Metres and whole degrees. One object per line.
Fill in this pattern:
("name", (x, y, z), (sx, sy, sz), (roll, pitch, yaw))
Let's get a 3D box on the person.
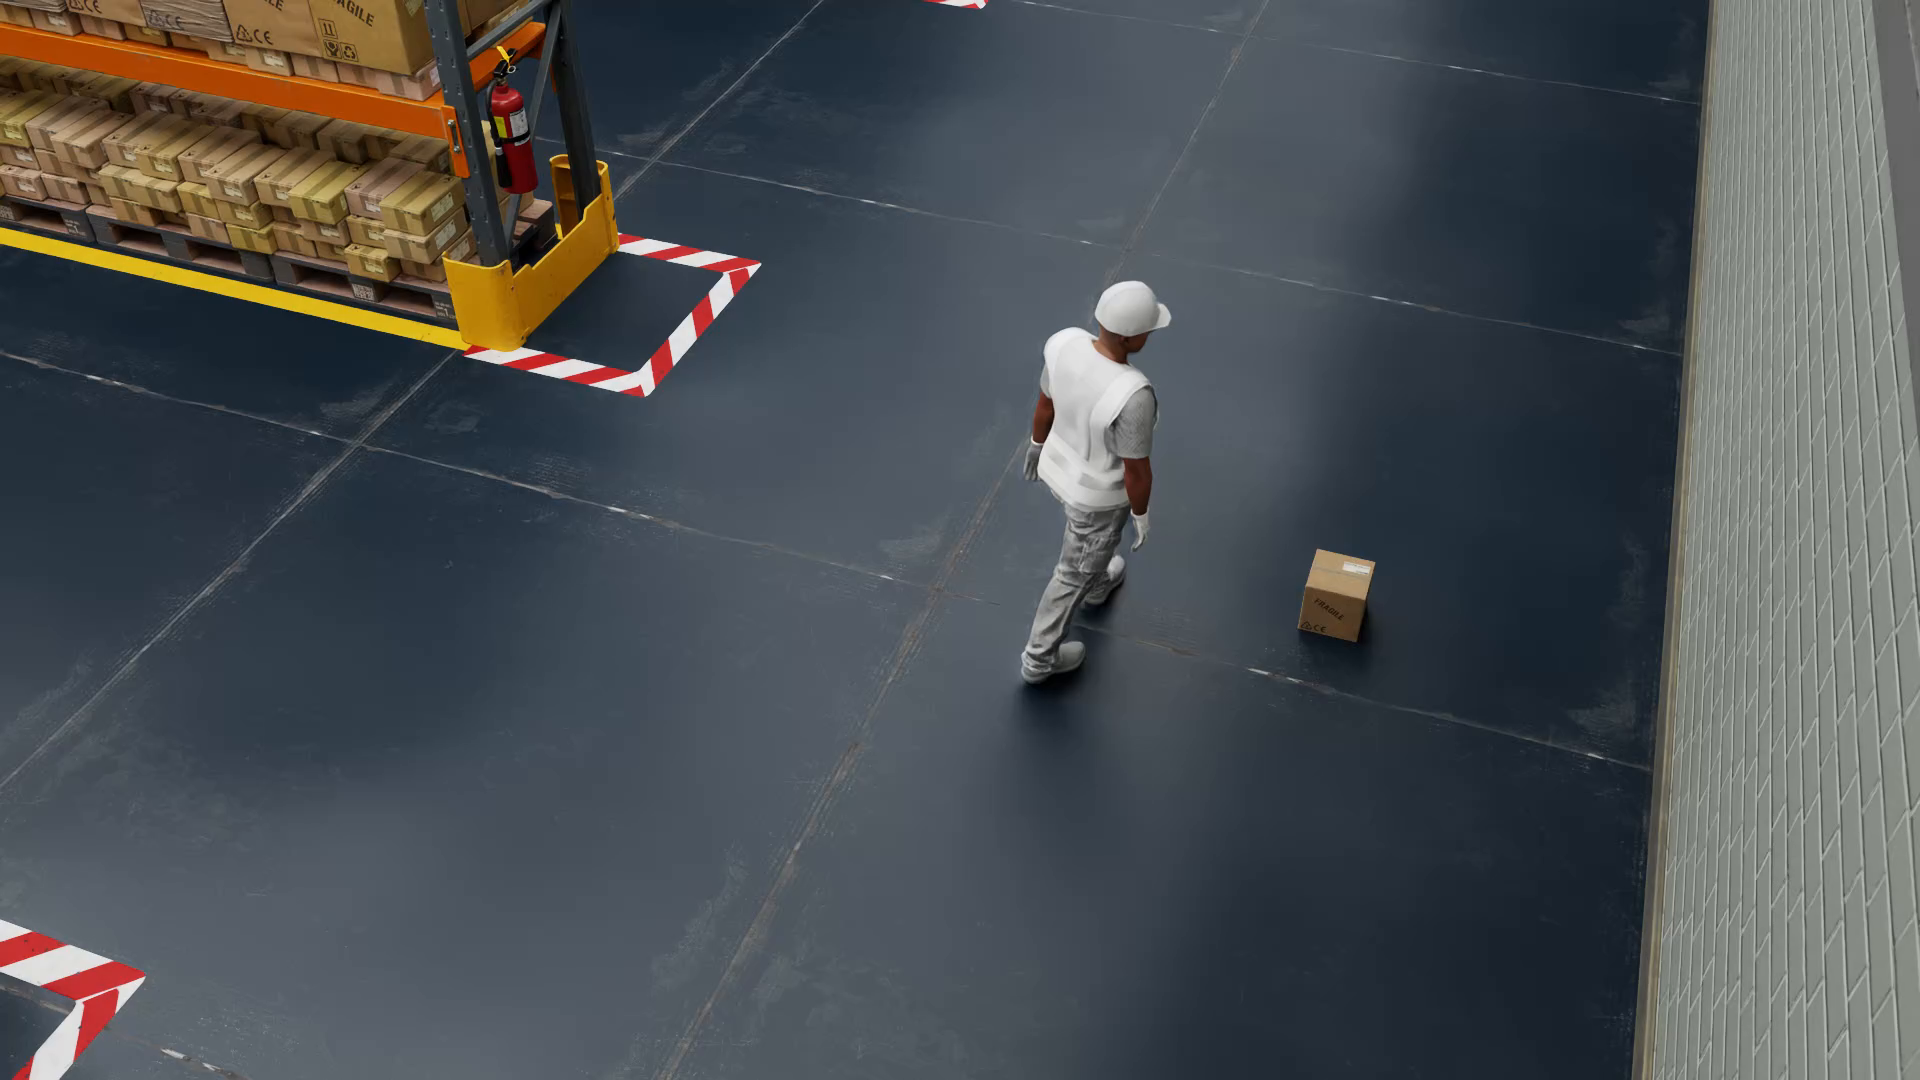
("person", (0.543, -0.258, 6.421), (0.767, 1.753, 0.643), (-22, 46, -23))
